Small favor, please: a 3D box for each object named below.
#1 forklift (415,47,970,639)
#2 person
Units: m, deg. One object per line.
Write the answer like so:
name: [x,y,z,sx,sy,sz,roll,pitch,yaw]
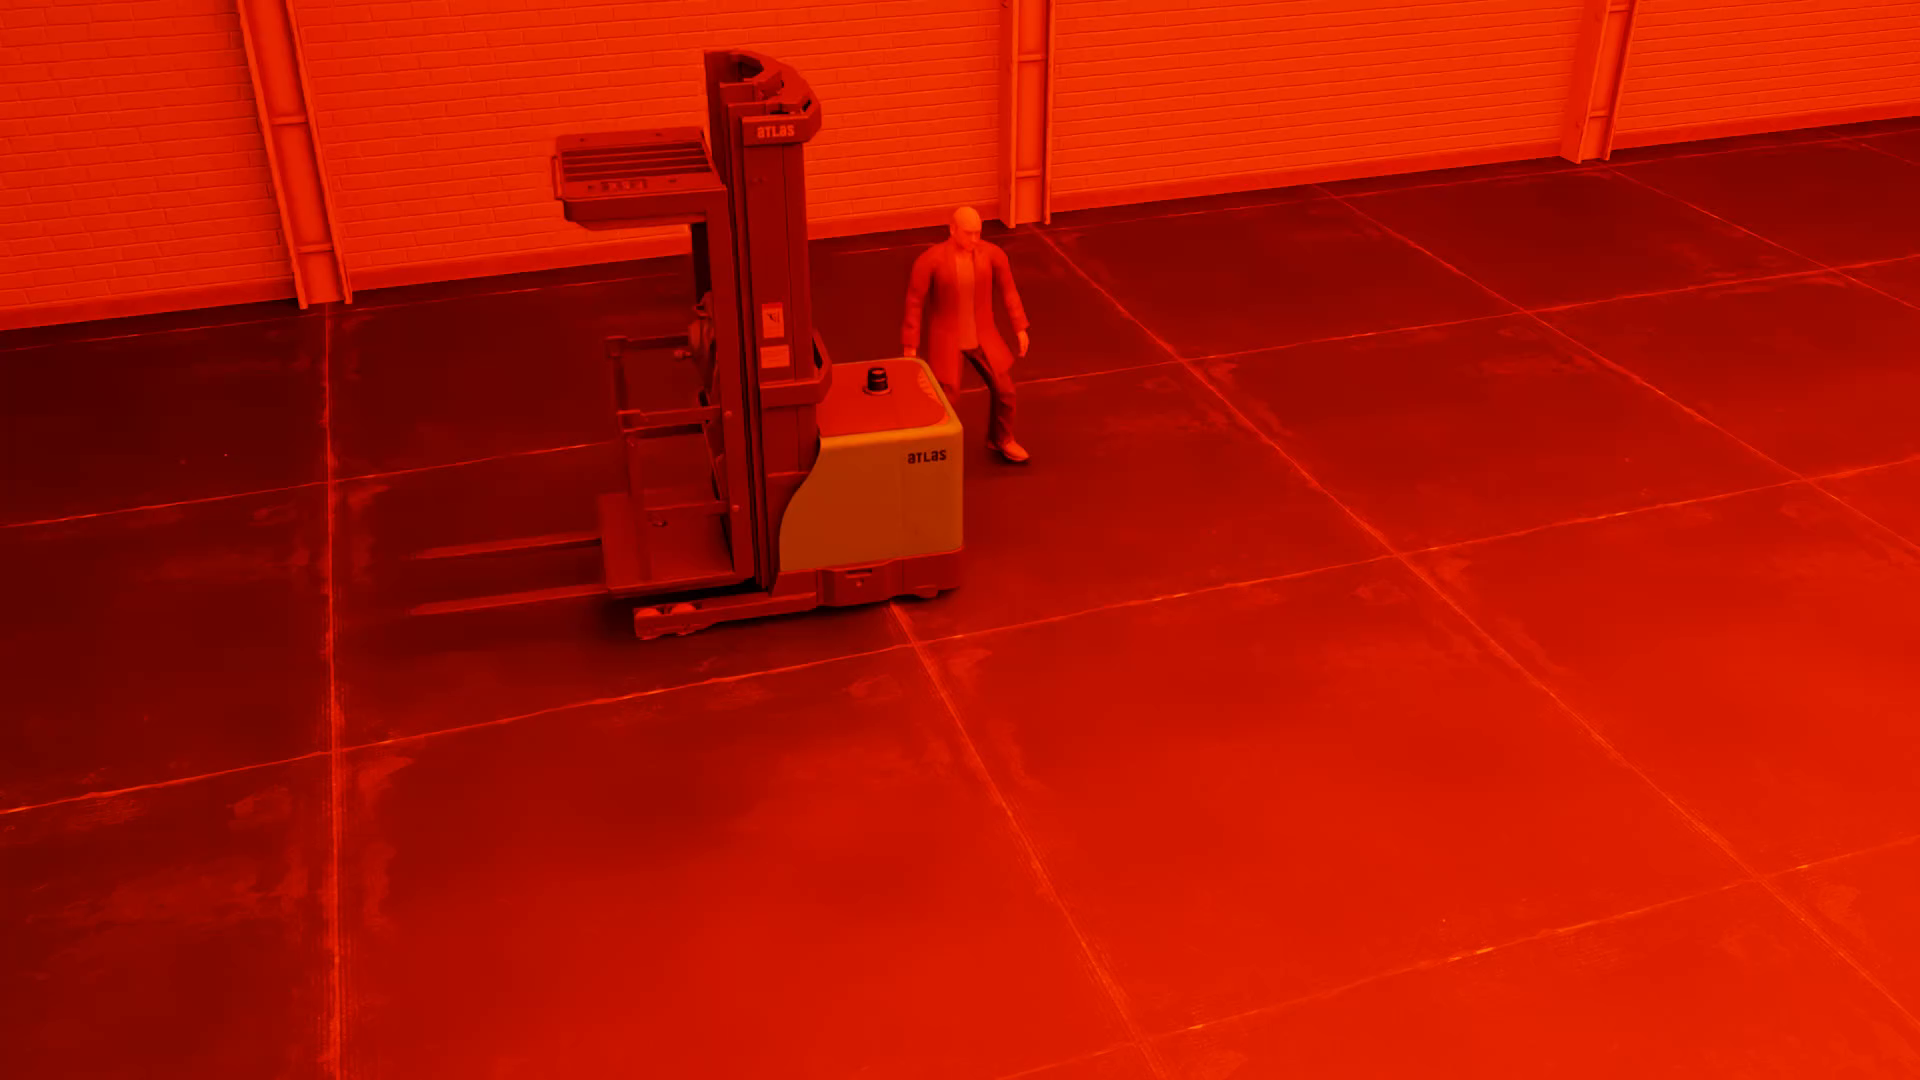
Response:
forklift: [-1.520,-1.021,8.861,3.031,2.935,1.130,-7,31,-12]
person: [0.040,-1.238,10.433,0.857,1.742,0.447,-9,31,-15]
